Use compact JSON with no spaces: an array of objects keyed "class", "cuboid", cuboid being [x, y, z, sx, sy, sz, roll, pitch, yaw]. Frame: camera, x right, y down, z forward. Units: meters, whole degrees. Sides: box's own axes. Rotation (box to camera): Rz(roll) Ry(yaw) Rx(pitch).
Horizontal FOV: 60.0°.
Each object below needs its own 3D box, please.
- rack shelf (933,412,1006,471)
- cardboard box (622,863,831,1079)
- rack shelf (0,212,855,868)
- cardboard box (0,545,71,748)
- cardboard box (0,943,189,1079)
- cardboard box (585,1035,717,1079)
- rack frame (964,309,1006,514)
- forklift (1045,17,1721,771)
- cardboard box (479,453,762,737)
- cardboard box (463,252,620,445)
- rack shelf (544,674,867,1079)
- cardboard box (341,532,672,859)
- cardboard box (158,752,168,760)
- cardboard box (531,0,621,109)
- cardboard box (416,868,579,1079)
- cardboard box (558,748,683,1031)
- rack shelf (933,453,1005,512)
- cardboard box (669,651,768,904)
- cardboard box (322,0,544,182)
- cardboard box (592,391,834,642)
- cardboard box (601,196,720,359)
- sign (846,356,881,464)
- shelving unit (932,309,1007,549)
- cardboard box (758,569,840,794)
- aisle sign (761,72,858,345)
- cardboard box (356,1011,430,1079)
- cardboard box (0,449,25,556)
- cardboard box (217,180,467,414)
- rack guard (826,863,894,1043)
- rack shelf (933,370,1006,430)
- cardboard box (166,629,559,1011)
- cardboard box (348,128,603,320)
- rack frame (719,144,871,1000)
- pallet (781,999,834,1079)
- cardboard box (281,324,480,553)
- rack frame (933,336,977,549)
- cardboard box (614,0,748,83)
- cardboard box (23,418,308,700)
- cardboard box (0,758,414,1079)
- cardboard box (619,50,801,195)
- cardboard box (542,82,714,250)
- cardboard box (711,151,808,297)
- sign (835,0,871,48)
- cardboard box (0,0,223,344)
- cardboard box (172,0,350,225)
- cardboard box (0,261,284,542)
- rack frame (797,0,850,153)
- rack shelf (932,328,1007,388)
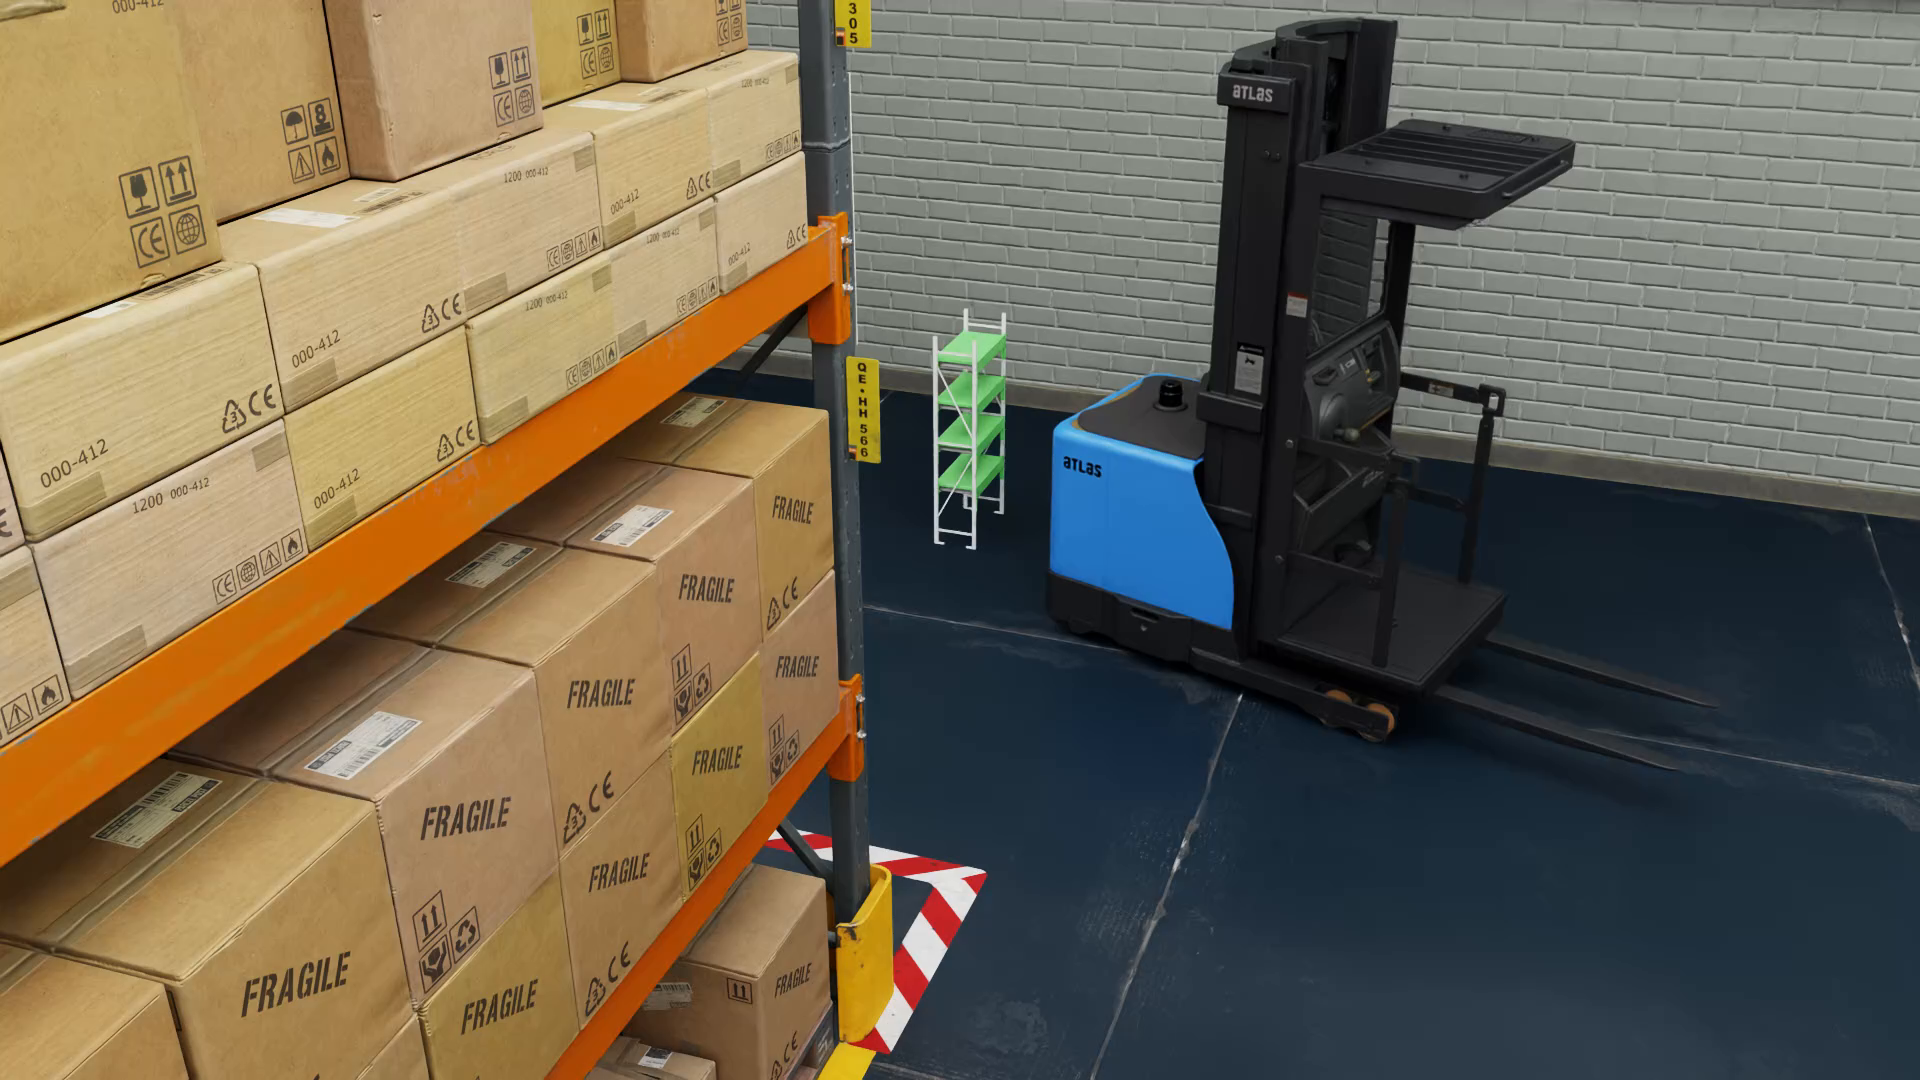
[{"class":"rack shelf","cuboid":[0.055,-0.551,9.157,0.258,0.148,0.480,9,27,17]},{"class":"cardboard box","cuboid":[-0.750,1.379,5.323,0.500,0.500,0.500,9,27,17]},{"class":"rack shelf","cuboid":[-1.467,-0.012,3.215,1.077,0.370,4.000,9,27,17]},{"class":"cardboard box","cuboid":[-1.567,0.185,2.156,0.500,0.250,0.500,9,27,17]},{"class":"cardboard box","cuboid":[-1.539,0.977,2.529,0.500,0.500,0.500,8,27,16]},{"class":"cardboard box","cuboid":[-0.969,1.682,5.079,0.380,0.166,0.250,9,27,17]},{"class":"rack frame","cuboid":[0.136,-0.708,9.336,0.240,1.200,0.015,9,27,17]},{"class":"forklift","cuboid":[1.916,-0.685,7.302,3.031,2.935,1.130,18,31,32]},{"class":"cardboard box","cuboid":[-0.857,0.128,4.281,0.500,0.500,0.500,10,27,19]},{"class":"cardboard box","cuboid":[-1.054,-0.429,3.425,0.500,0.250,0.500,9,27,17]},{"class":"rack shelf","cuboid":[-1.467,1.338,3.869,1.077,0.370,4.000,9,27,17]},{"class":"cardboard box","cuboid":[-1.025,0.342,3.840,0.500,0.500,0.500,10,27,19]},{"class":"cardboard box","cuboid":[-1.703,0.472,3.572,0.500,0.500,0.500,8,27,17]},{"class":"cardboard box","cuboid":[-1.203,-1.246,3.677,0.700,0.500,0.500,9,27,17]},{"class":"cardboard box","cuboid":[-1.202,0.996,3.636,0.500,0.500,0.500,8,27,17]},{"class":"cardboard box","cuboid":[-1.034,0.789,4.063,0.500,0.500,0.500,9,27,18]},{"class":"rack shelf","cuboid":[0.055,-0.335,9.261,0.258,0.148,0.480,9,27,17]},{"class":"cardboard box","cuboid":[-0.863,0.585,4.485,0.500,0.500,0.500,9,27,18]},{"class":"cardboard box","cuboid":[-1.268,-1.025,3.220,0.700,0.500,0.500,9,27,17]},{"class":"cardboard box","cuboid":[-0.690,-0.080,4.710,0.500,0.500,0.500,9,27,17]},{"class":"cardboard box","cuboid":[-0.900,-0.637,3.853,0.500,0.250,0.500,9,27,17]},{"class":"sign","cuboid":[-0.284,-0.382,4.905,0.100,0.325,0.005,9,27,17]},{"class":"shelving unit","cuboid":[0.055,-0.608,9.129,0.258,1.200,0.503,9,27,17]},{"class":"cardboard box","cuboid":[-0.693,0.371,4.926,0.500,0.500,0.500,10,27,19]},{"class":"aisle sign","cuboid":[-0.489,-0.961,4.810,0.394,0.787,0.004,9,27,17]},{"class":"cardboard box","cuboid":[-1.370,1.205,3.204,0.500,0.500,0.500,9,27,17]},{"class":"cardboard box","cuboid":[-1.571,-0.041,2.048,0.500,0.250,0.500,9,27,17]},{"class":"cardboard box","cuboid":[-1.228,-0.450,2.893,0.500,0.250,0.500,9,27,17]},{"class":"rack guard","cuboid":[-0.826,1.349,5.890,1.175,0.500,0.348,9,27,17]},{"class":"rack shelf","cuboid":[0.055,-0.767,9.052,0.258,0.148,0.480,9,27,17]},{"class":"cardboard box","cuboid":[-1.196,0.553,3.404,0.500,0.500,0.500,10,27,19]},{"class":"cardboard box","cuboid":[-1.068,-0.656,3.320,0.500,0.250,0.500,9,27,17]},{"class":"rack frame","cuboid":[-0.801,0.193,5.410,1.000,3.000,0.127,9,27,17]},{"class":"pallet","cuboid":[-1.091,1.807,5.276,1.003,0.211,1.213,9,27,17]},{"class":"cardboard box","cuboid":[-1.236,-0.226,3.005,0.500,0.250,0.500,9,27,17]},{"class":"rack frame","cuboid":[-0.026,-0.508,8.922,0.240,1.200,0.015,9,27,17]},{"class":"cardboard box","cuboid":[-0.957,-1.439,4.076,0.700,0.500,0.500,9,27,17]},{"class":"cardboard box","cuboid":[-1.399,-0.020,2.580,0.500,0.250,0.500,9,27,17]},{"class":"cardboard box","cuboid":[-1.367,0.765,2.965,0.500,0.500,0.500,8,27,16]},{"class":"cardboard box","cuboid":[-0.732,-1.067,4.168,0.500,0.250,0.500,9,27,17]},{"class":"cardboard box","cuboid":[-0.898,-0.861,3.743,0.500,0.250,0.500,9,27,17]},{"class":"cardboard box","cuboid":[-0.723,-0.840,4.274,0.500,0.250,0.500,9,27,17]},{"class":"sign","cuboid":[-0.284,-1.467,4.380,0.100,0.325,0.005,9,27,17]},{"class":"cardboard box","cuboid":[-1.546,-0.605,2.354,0.700,0.500,0.500,9,27,17]},{"class":"cardboard box","cuboid":[-1.523,-0.833,2.824,0.700,0.500,0.500,9,27,17]},{"class":"cardboard box","cuboid":[-1.394,-0.244,2.469,0.500,0.250,0.500,9,27,17]},{"class":"rack frame","cuboid":[-0.801,-2.507,4.103,1.000,3.000,0.127,9,27,17]},{"class":"rack shelf","cuboid":[0.055,-0.983,8.948,0.258,0.148,0.480,9,27,17]}]
